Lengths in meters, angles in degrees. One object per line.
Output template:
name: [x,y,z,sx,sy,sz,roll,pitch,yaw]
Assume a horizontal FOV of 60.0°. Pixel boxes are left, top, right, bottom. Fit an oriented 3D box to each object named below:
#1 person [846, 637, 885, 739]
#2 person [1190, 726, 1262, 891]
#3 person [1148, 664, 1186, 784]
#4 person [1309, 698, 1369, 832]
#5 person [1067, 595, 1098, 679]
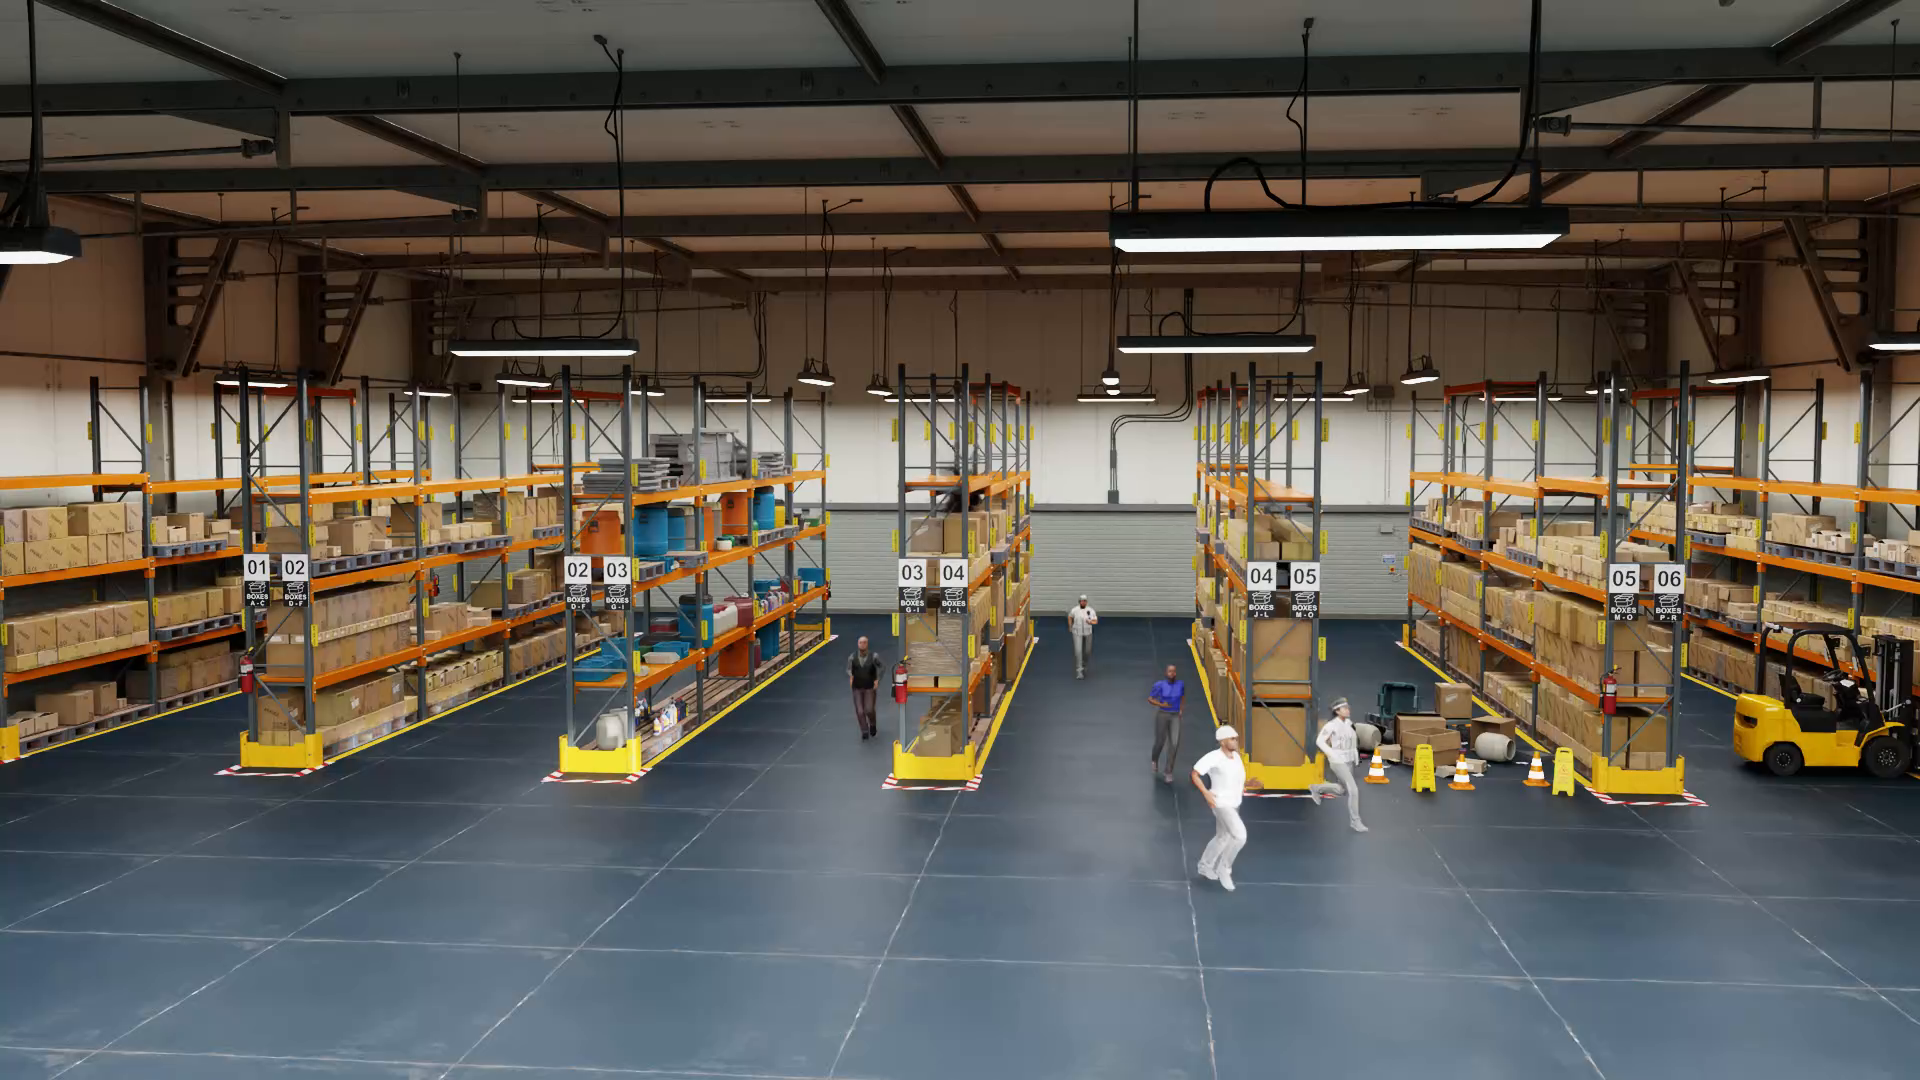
person: [-1.561,2.420,27.045,0.635,1.673,0.564,0,4,7]
person: [2.948,2.952,18.368,0.739,1.803,0.672,3,5,36]
person: [3.015,2.634,24.137,0.603,1.699,0.799,0,4,-7]
person: [4.831,2.835,21.207,0.934,1.684,0.603,3,5,43]
person: [2.522,1.960,34.163,0.601,1.666,0.915,0,4,-1]
